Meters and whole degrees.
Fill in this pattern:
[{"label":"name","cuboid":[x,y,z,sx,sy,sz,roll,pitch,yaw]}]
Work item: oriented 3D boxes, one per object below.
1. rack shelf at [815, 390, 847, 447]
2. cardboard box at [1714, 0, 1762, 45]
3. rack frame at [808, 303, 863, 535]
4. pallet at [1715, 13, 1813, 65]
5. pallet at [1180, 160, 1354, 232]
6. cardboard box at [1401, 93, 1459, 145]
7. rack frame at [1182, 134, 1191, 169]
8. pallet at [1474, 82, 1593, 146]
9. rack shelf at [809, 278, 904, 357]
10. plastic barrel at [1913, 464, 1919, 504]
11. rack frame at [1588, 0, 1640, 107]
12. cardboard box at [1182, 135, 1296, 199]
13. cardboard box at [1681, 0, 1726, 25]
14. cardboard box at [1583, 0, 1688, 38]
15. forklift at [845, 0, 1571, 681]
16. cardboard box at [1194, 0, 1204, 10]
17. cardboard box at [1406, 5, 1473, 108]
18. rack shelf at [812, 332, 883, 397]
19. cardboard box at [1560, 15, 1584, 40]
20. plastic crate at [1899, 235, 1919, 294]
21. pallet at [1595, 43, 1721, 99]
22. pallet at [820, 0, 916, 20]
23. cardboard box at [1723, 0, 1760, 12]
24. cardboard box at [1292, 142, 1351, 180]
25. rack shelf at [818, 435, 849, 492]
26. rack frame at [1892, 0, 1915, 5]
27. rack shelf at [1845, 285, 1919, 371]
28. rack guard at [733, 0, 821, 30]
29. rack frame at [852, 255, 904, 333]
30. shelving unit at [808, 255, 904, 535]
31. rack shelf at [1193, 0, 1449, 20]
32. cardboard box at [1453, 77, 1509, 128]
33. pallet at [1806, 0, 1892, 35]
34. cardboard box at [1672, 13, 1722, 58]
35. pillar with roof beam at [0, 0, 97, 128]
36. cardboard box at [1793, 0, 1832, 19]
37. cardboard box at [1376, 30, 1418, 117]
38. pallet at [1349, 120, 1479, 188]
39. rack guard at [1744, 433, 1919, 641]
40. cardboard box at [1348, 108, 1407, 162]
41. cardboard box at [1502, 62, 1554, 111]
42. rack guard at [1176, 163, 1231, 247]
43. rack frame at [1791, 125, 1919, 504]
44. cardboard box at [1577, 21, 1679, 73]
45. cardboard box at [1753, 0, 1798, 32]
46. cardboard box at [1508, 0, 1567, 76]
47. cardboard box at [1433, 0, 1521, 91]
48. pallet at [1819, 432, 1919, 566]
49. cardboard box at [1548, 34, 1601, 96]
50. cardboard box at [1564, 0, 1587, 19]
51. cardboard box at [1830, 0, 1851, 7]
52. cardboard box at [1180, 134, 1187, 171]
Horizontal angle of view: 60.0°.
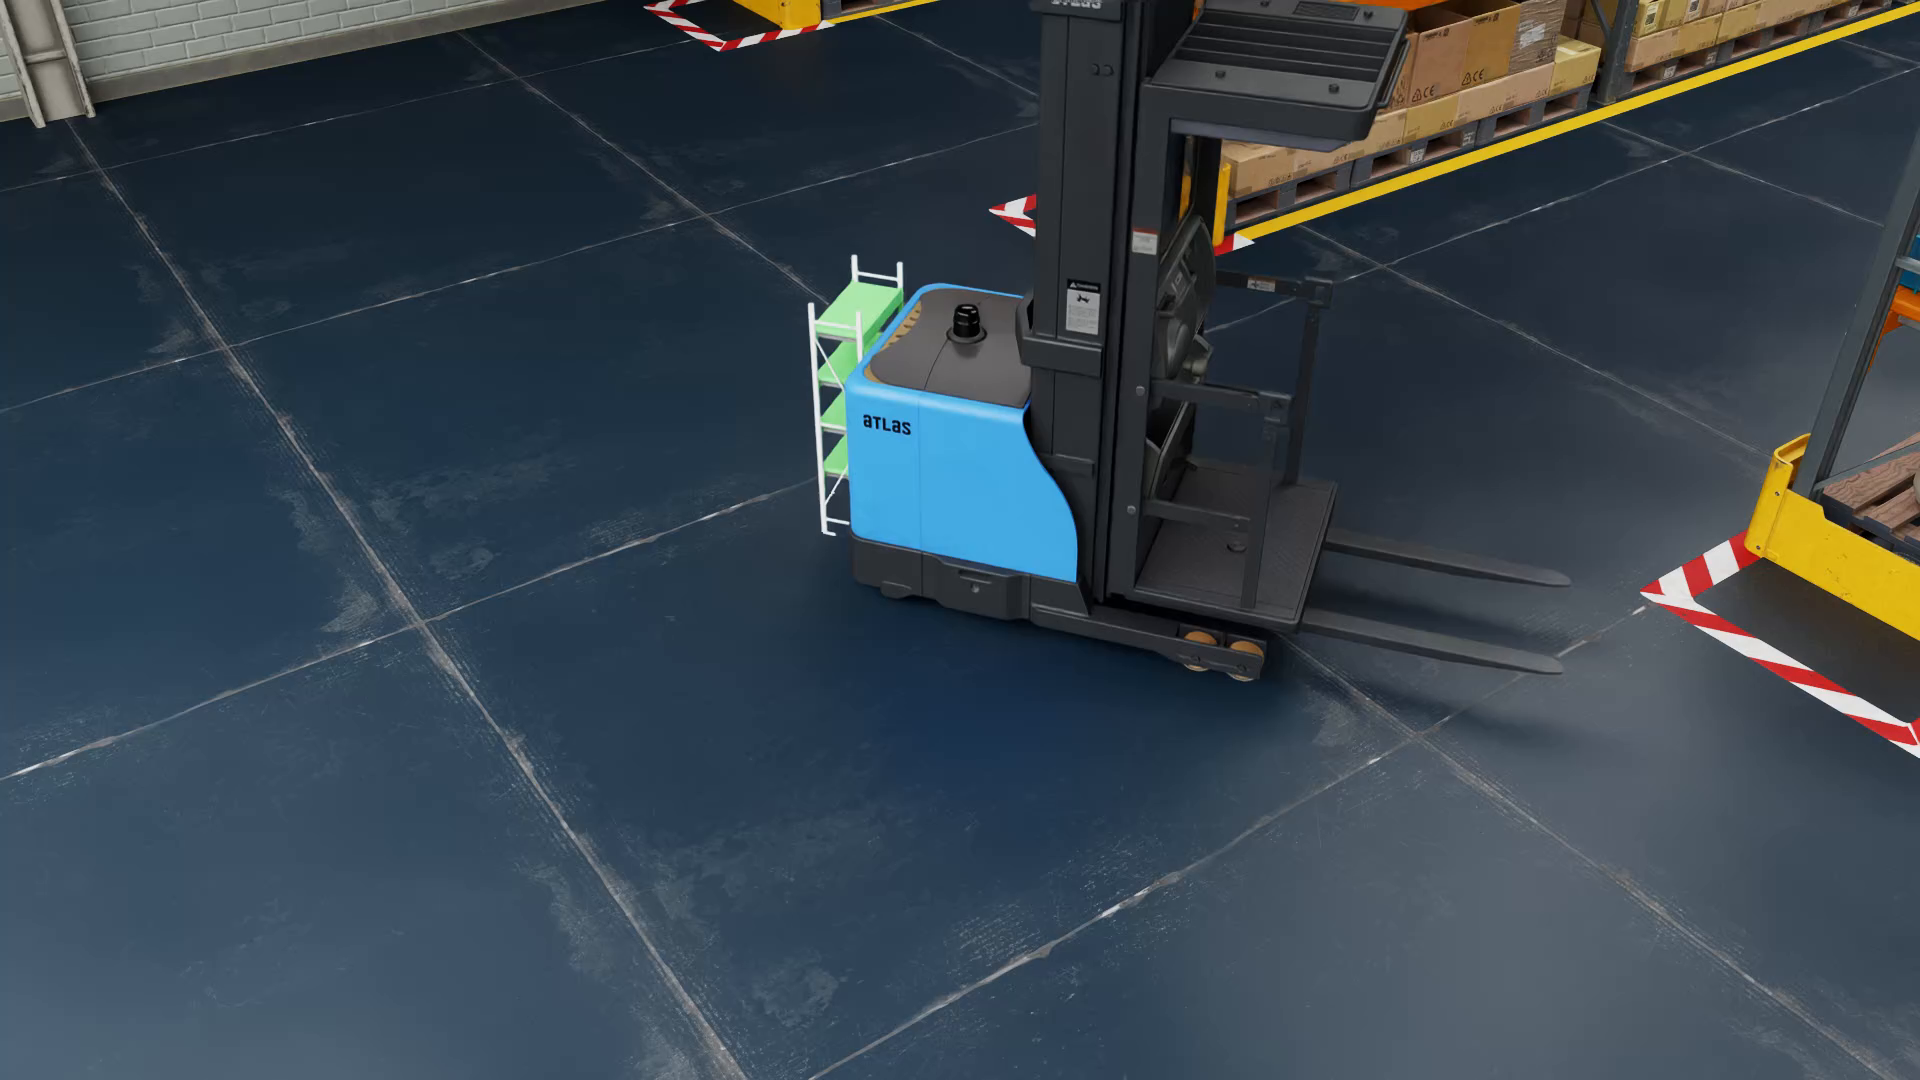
[{"label":"rack shelf","cuboid":[-0.450,-0.582,7.641,0.258,0.148,0.480,11,37,16]},{"label":"cardboard box","cuboid":[5.784,-4.057,12.817,0.500,0.250,0.500,-24,42,-29]},{"label":"rack frame","cuboid":[-0.531,-0.500,7.417,0.240,1.200,0.015,11,37,16]},{"label":"pallet","cuboid":[6.049,-4.185,13.389,1.213,0.211,1.003,-22,41,-28]},{"label":"pallet","cuboid":[1.803,-2.438,10.959,1.213,0.211,1.003,-22,41,-28]},{"label":"cardboard box","cuboid":[2.996,-2.925,11.243,0.500,0.250,0.500,-22,41,-28]},{"label":"rack frame","cuboid":[1.202,-3.293,9.759,0.127,3.000,1.000,-22,41,-28]},{"label":"pallet","cuboid":[3.797,-3.259,12.100,1.213,0.211,1.003,-22,41,-28]},{"label":"rack shelf","cuboid":[-0.451,-0.972,7.361,0.258,0.148,0.480,11,37,16]},{"label":"plastic barrel","cuboid":[4.546,-0.346,7.433,0.421,0.512,0.421,0,36,0]},{"label":"rack frame","cuboid":[4.472,-4.638,11.630,0.127,3.000,1.000,-22,41,-28]},{"label":"cardboard box","cuboid":[1.769,-2.421,10.543,0.500,0.250,0.500,-22,41,-28]},{"label":"cardboard box","cuboid":[5.365,-4.106,12.405,0.500,0.311,0.500,-23,42,-28]},{"label":"cardboard box","cuboid":[4.953,-3.940,12.174,0.500,0.311,0.500,-22,41,-28]},{"label":"forklift","cuboid":[1.082,-0.953,6.564,3.031,2.935,1.130,12,37,16]},{"label":"cardboard box","cuboid":[1.591,-3.484,9.940,0.500,0.500,0.700,-22,41,-28]},{"label":"cardboard box","cuboid":[2.996,-3.229,11.023,0.500,0.500,0.500,-22,41,-28]},{"label":"rack shelf","cuboid":[-0.451,-0.777,7.501,0.258,0.148,0.480,11,37,16]},{"label":"cardboard box","cuboid":[4.644,-3.970,12.697,0.500,0.250,0.500,-23,42,-28]},{"label":"plastic crate","cuboid":[4.289,-1.178,6.947,0.616,0.251,0.499,-22,41,-28]},{"label":"pallet","cuboid":[5.051,-3.773,12.815,1.213,0.211,1.003,-22,41,-28]},{"label":"pallet","cuboid":[-0.908,-4.806,14.251,1.213,0.211,1.003,-22,41,-28]},{"label":"cardboard box","cuboid":[5.787,-4.281,12.648,0.500,0.311,0.500,-24,42,-29]},{"label":"cardboard box","cuboid":[2.175,-2.591,10.779,0.500,0.250,0.500,-22,41,-28]},{"label":"rack shelf","cuboid":[-0.450,-0.387,7.781,0.258,0.148,0.480,11,37,16]},{"label":"rack frame","cuboid":[7.741,-5.984,13.501,0.127,3.000,1.000,-22,41,-28]},{"label":"rack shelf","cuboid":[5.687,-1.308,7.616,4.000,0.370,1.077,-22,41,-28]},{"label":"rack guard","cuboid":[-1.593,-4.666,13.810,0.348,0.500,1.175,-22,41,-28]},{"label":"rack frame","cuboid":[-0.370,-0.769,7.791,0.240,1.200,0.015,11,37,16]},{"label":"shelving unit","cuboid":[-0.450,-0.634,7.604,0.258,1.200,0.503,11,37,16]},{"label":"rack shelf","cuboid":[2.837,-3.673,10.905,4.000,0.370,1.077,-22,41,-28]},{"label":"cardboard box","cuboid":[3.404,-3.093,11.477,0.500,0.250,0.500,-22,41,-28]},{"label":"pallet","cuboid":[7.046,-4.593,13.956,1.213,0.211,1.003,-22,41,-28]},{"label":"cardboard box","cuboid":[5.363,-3.881,12.573,0.500,0.250,0.500,-21,41,-27]},{"label":"pillar with roof beam","cuboid":[-4.005,-4.667,6.532,0.400,9.000,9.100,-22,41,-28]},{"label":"cardboard box","cuboid":[6.620,-4.402,13.296,0.500,0.250,0.500,-21,41,-27]},{"label":"cardboard box","cuboid":[2.577,-3.069,10.801,0.500,0.500,0.500,-22,41,-28]},{"label":"pallet","cuboid":[2.799,-2.846,11.526,1.213,0.211,1.003,-22,41,-28]},{"label":"rack guard","cuboid":[4.087,0.039,7.267,0.348,0.500,1.175,-22,41,-28]},{"label":"cardboard box","cuboid":[2.584,-2.759,11.013,0.500,0.250,0.500,-22,41,-28]},{"label":"cardboard box","cuboid":[3.804,-3.269,11.721,0.500,0.250,0.500,-22,41,-28]},{"label":"rack guard","cuboid":[1.182,-2.270,10.478,0.348,0.500,1.175,-22,41,-28]},{"label":"rack frame","cuboid":[4.052,-0.927,6.471,0.127,3.000,1.000,-22,41,-28]},{"label":"cardboard box","cuboid":[4.944,-3.710,12.334,0.500,0.250,0.500,-23,42,-29]},{"label":"cardboard box","cuboid":[6.201,-4.227,13.054,0.500,0.250,0.500,-22,41,-27]},{"label":"cardboard box","cuboid":[3.803,-3.574,11.503,0.500,0.500,0.500,-22,41,-28]},{"label":"cardboard box","cuboid":[3.397,-3.404,11.267,0.500,0.500,0.500,-22,41,-28]},{"label":"pallet","cuboid":[4.755,-0.114,7.728,1.213,0.211,1.003,-22,41,-28]},{"label":"cardboard box","cuboid":[4.218,-3.432,11.948,0.500,0.250,0.500,-22,41,-28]},{"label":"cardboard box","cuboid":[4.638,-4.193,12.526,0.500,0.311,0.500,-22,41,-28]},{"label":"cardboard box","cuboid":[7.032,-4.569,13.530,0.500,0.250,0.500,-23,42,-28]},{"label":"cardboard box","cuboid":[1.470,-2.668,10.886,0.500,0.250,0.500,-22,41,-28]}]
